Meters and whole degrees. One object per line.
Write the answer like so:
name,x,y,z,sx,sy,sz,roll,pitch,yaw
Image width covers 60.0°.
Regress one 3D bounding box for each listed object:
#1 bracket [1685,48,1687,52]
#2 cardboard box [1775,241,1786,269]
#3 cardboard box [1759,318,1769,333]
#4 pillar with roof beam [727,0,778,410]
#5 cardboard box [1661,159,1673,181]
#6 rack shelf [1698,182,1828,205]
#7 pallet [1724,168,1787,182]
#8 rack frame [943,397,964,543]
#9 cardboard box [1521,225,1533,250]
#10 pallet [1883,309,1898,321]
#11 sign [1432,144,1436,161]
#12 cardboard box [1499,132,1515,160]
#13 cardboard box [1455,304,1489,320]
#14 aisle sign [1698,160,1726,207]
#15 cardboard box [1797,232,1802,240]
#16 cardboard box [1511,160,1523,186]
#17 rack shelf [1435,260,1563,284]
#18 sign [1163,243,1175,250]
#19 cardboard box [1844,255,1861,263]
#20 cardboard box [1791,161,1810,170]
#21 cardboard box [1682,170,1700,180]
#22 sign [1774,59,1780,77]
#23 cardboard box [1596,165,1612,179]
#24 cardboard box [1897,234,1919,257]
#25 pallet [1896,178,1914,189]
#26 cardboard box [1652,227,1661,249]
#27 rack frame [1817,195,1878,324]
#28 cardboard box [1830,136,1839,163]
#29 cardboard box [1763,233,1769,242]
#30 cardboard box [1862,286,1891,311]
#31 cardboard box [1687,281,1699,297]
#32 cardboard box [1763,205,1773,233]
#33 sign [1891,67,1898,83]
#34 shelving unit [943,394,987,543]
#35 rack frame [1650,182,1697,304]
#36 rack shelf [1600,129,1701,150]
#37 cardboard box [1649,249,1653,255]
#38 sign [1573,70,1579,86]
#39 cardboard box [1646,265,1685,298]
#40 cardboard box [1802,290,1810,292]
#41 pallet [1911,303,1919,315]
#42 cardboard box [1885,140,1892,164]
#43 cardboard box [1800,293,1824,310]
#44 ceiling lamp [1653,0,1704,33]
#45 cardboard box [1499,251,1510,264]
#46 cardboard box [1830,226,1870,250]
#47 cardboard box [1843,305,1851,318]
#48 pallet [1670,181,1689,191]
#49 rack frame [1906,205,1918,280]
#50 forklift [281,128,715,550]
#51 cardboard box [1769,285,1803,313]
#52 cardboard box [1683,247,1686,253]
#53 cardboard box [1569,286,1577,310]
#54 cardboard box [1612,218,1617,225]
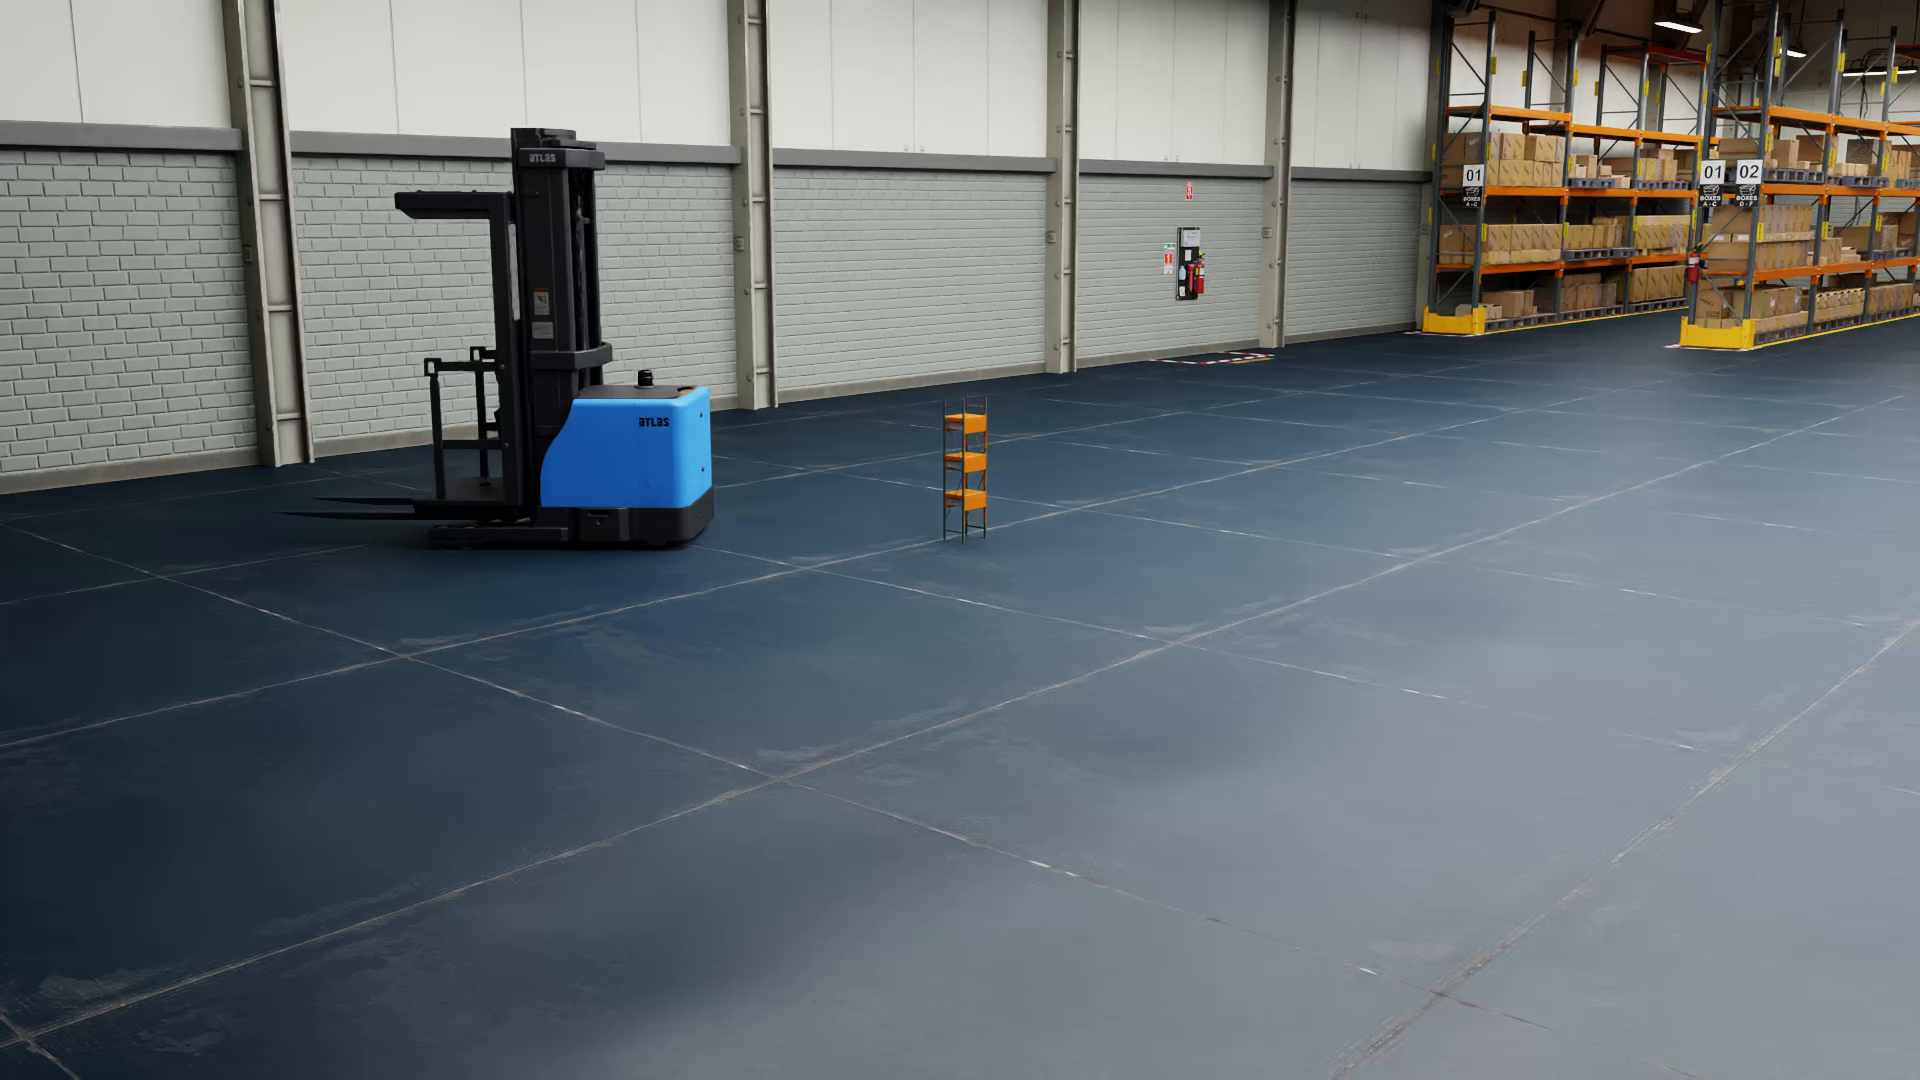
bracket,17.874,-12.226,41.258,0.235,0.232,0.430,10,15,40
cardboard box,14.661,-5.228,30.472,0.700,0.500,0.500,10,15,42
cardboard box,14.172,-3.865,29.854,0.500,0.250,0.500,10,15,40
pillar with roof beam,0.764,-5.475,16.650,9.100,9.000,0.400,10,15,40
cardboard box,16.539,-8.819,39.671,0.700,0.500,0.500,9,15,39
rack shelf,14.644,-6.296,30.254,1.077,0.370,4.000,10,15,40
pallet,13.810,-6.412,29.223,1.003,0.211,1.213,10,15,40
rack frame,-0.045,-0.505,12.058,0.200,1.050,0.008,10,15,40
cardboard box,11.152,-6.083,33.426,0.500,0.500,0.500,10,15,42
pallet,19.931,-4.977,36.590,1.003,0.211,1.213,10,15,40
sign,9.196,-7.503,32.201,0.100,0.325,0.005,10,15,40
cardboard box,10.406,-7.636,32.267,0.500,0.500,0.500,10,15,40
cardboard box,10.124,-4.511,32.879,0.500,0.311,0.500,8,14,34
aisle sign,13.059,-6.187,28.891,0.394,0.787,0.004,10,15,40
cardboard box,15.437,-5.658,30.968,0.380,0.149,0.250,10,15,40
cardboard box,10.729,-7.222,32.744,0.500,0.500,0.500,11,16,43
rack shelf,10.920,-5.465,33.751,1.077,0.370,4.000,10,15,40
sign,3.359,-4.706,26.669,0.001,0.109,0.331,10,15,40
cardboard box,18.218,-5.769,34.080,0.380,0.149,0.250,10,15,40
cardboard box,15.373,-6.882,30.561,0.380,0.149,0.250,10,15,40
cardboard box,18.175,-9.009,41.055,0.500,0.250,0.500,10,15,40
sign,15.548,-8.979,31.606,0.100,0.325,0.005,10,15,40
cardboard box,13.955,-8.053,36.900,0.637,0.503,0.797,-10,15,-40
cardboard box,21.786,-6.738,38.032,0.500,0.500,0.500,10,15,42
pallet,20.079,-7.788,36.367,1.213,0.211,1.003,10,15,40
cardboard box,16.075,-7.092,38.996,0.500,0.500,0.500,10,15,40
rack frame,18.604,-6.061,34.897,1.000,3.000,0.127,10,15,40
cardboard box,16.759,-7.616,32.420,0.500,0.500,0.500,-10,15,-42
cardboard box,14.082,-5.356,29.459,0.380,0.149,0.250,10,15,41
cardboard box,19.796,-5.232,36.004,0.500,0.500,0.500,10,15,40
cardboard box,18.092,-6.366,41.735,0.700,0.500,0.500,10,15,41
cardboard box,14.019,-5.722,29.632,0.700,0.500,0.500,9,15,39
sign,19.024,-9.467,33.846,0.100,0.325,0.005,10,15,40
shelving unit,0.035,-0.523,12.148,0.215,1.050,0.252,10,15,40
rack frame,17.521,-7.289,41.047,1.000,3.000,0.127,10,15,40
rack shelf,16.201,-9.388,39.096,1.077,0.370,4.000,10,15,40
cardboard box,16.100,-6.799,39.182,0.380,0.149,0.250,10,15,41
sign,12.636,-9.478,34.102,0.100,0.325,0.005,10,15,40
cardboard box,17.190,-6.328,40.654,0.750,0.750,0.750,10,15,41
cardboard box,17.020,-4.925,33.729,0.500,0.311,0.500,10,15,40
pallet,21.699,-5.383,38.622,1.003,0.211,1.213,10,15,40
cardboard box,19.570,-8.284,35.564,0.500,0.500,0.500,10,15,40
cardboard box,16.424,-4.633,32.267,0.500,0.311,0.500,10,15,41
ceiling lamp,14.259,-11.534,32.079,0.800,3.185,2.000,10,15,40
cardboard box,10.493,-5.569,32.766,0.500,0.250,0.500,9,15,39
cardboard box,18.935,-6.423,35.383,0.700,0.500,0.500,4,12,21
cardboard box,17.768,-4.659,33.829,0.500,0.250,0.500,10,15,42
pallet,16.953,-8.525,40.065,0.805,0.209,1.217,9,14,38
rack frame,23.885,-7.238,40.790,1.000,3.000,0.127,10,15,40
forklift,-3.409,-1.472,12.098,3.031,2.935,1.130,0,11,2
cardboard box,15.483,-4.529,31.261,0.500,0.500,0.500,10,15,40
cardboard box,17.511,-7.089,40.637,0.380,0.149,0.250,10,15,41
cardboard box,13.017,-5.295,36.322,0.700,0.500,0.500,9,15,39
cardboard box,14.676,-7.229,37.711,0.380,0.149,0.250,7,14,33
